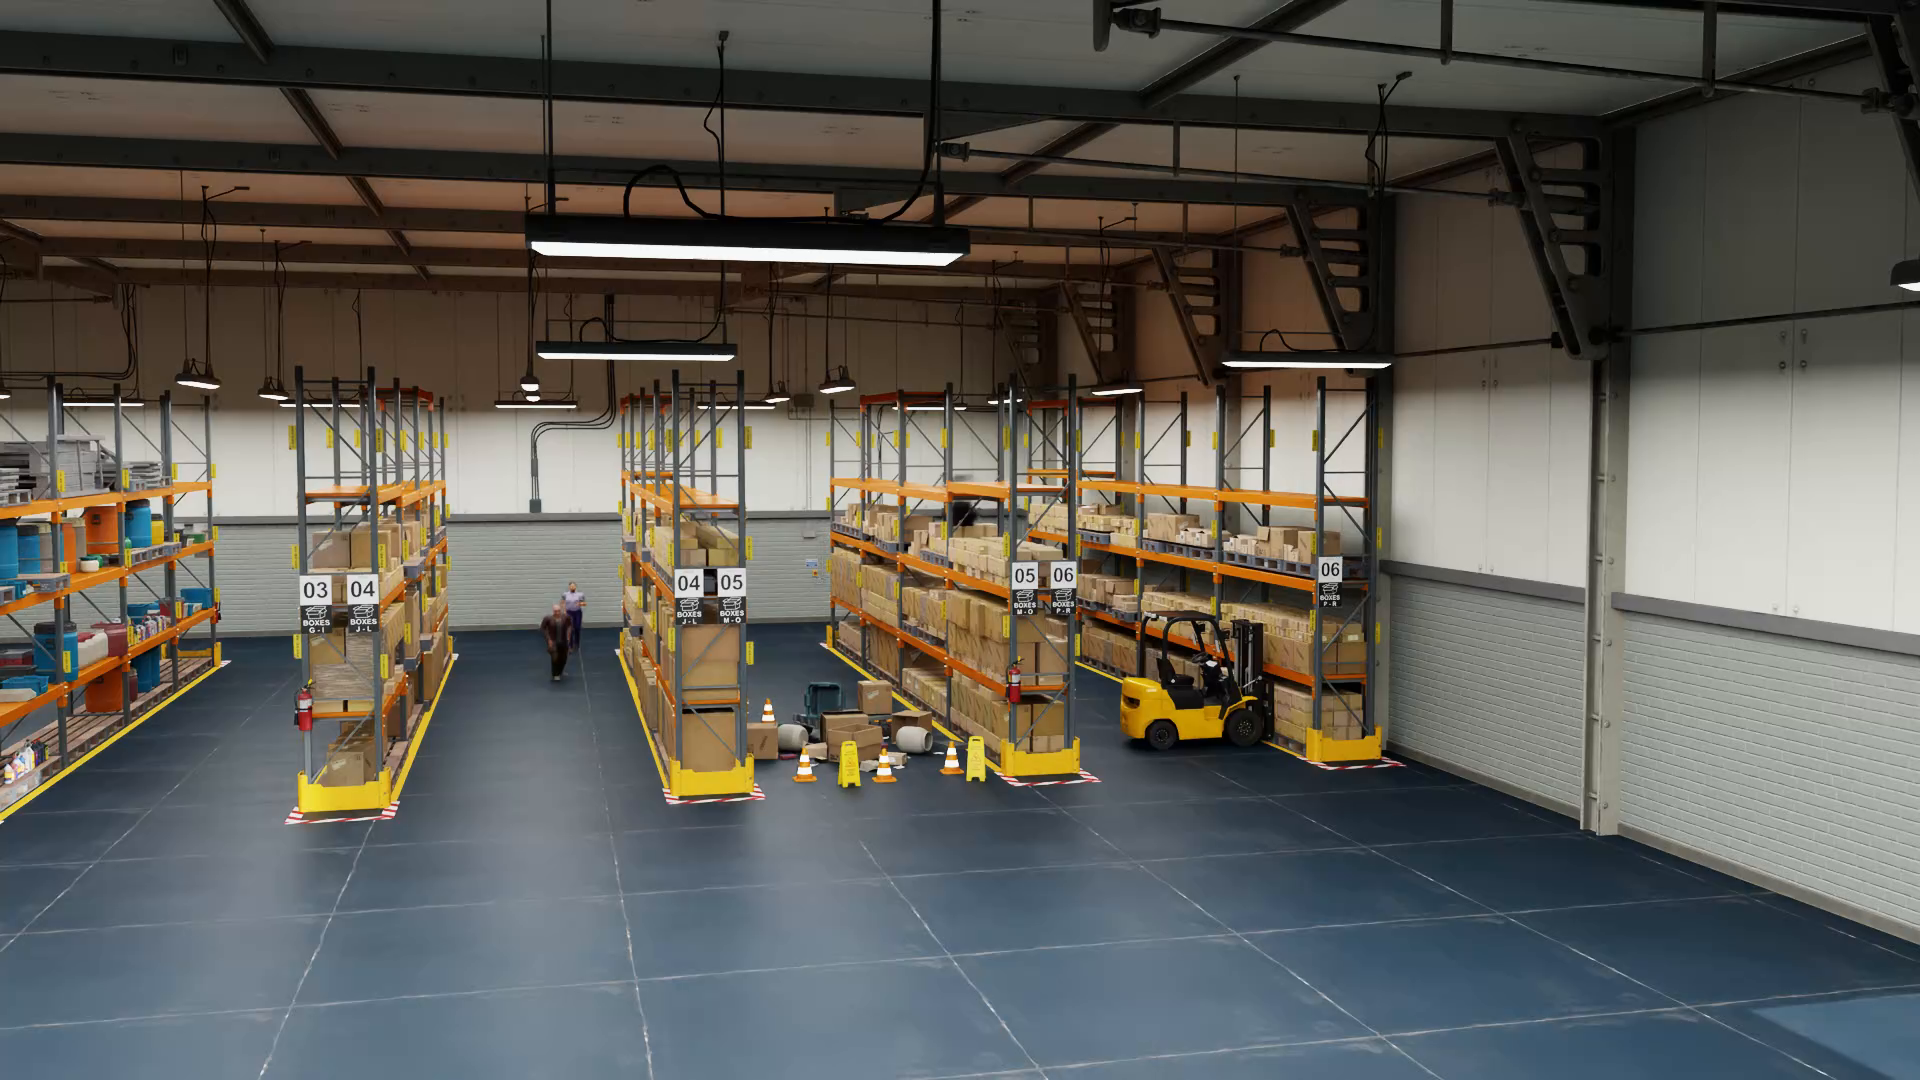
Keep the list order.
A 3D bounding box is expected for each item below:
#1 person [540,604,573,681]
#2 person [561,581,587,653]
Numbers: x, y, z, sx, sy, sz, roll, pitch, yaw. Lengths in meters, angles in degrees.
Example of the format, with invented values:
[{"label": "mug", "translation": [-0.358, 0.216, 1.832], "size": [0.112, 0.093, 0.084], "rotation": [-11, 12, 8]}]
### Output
[{"label": "person", "translation": [-8.419, 2.116, 34.680], "size": [0.742, 1.631, 0.895], "rotation": [-3, 4, -37]}, {"label": "person", "translation": [-9.171, 1.823, 39.480], "size": [0.600, 1.688, 0.717], "rotation": [-1, 4, -14]}]
